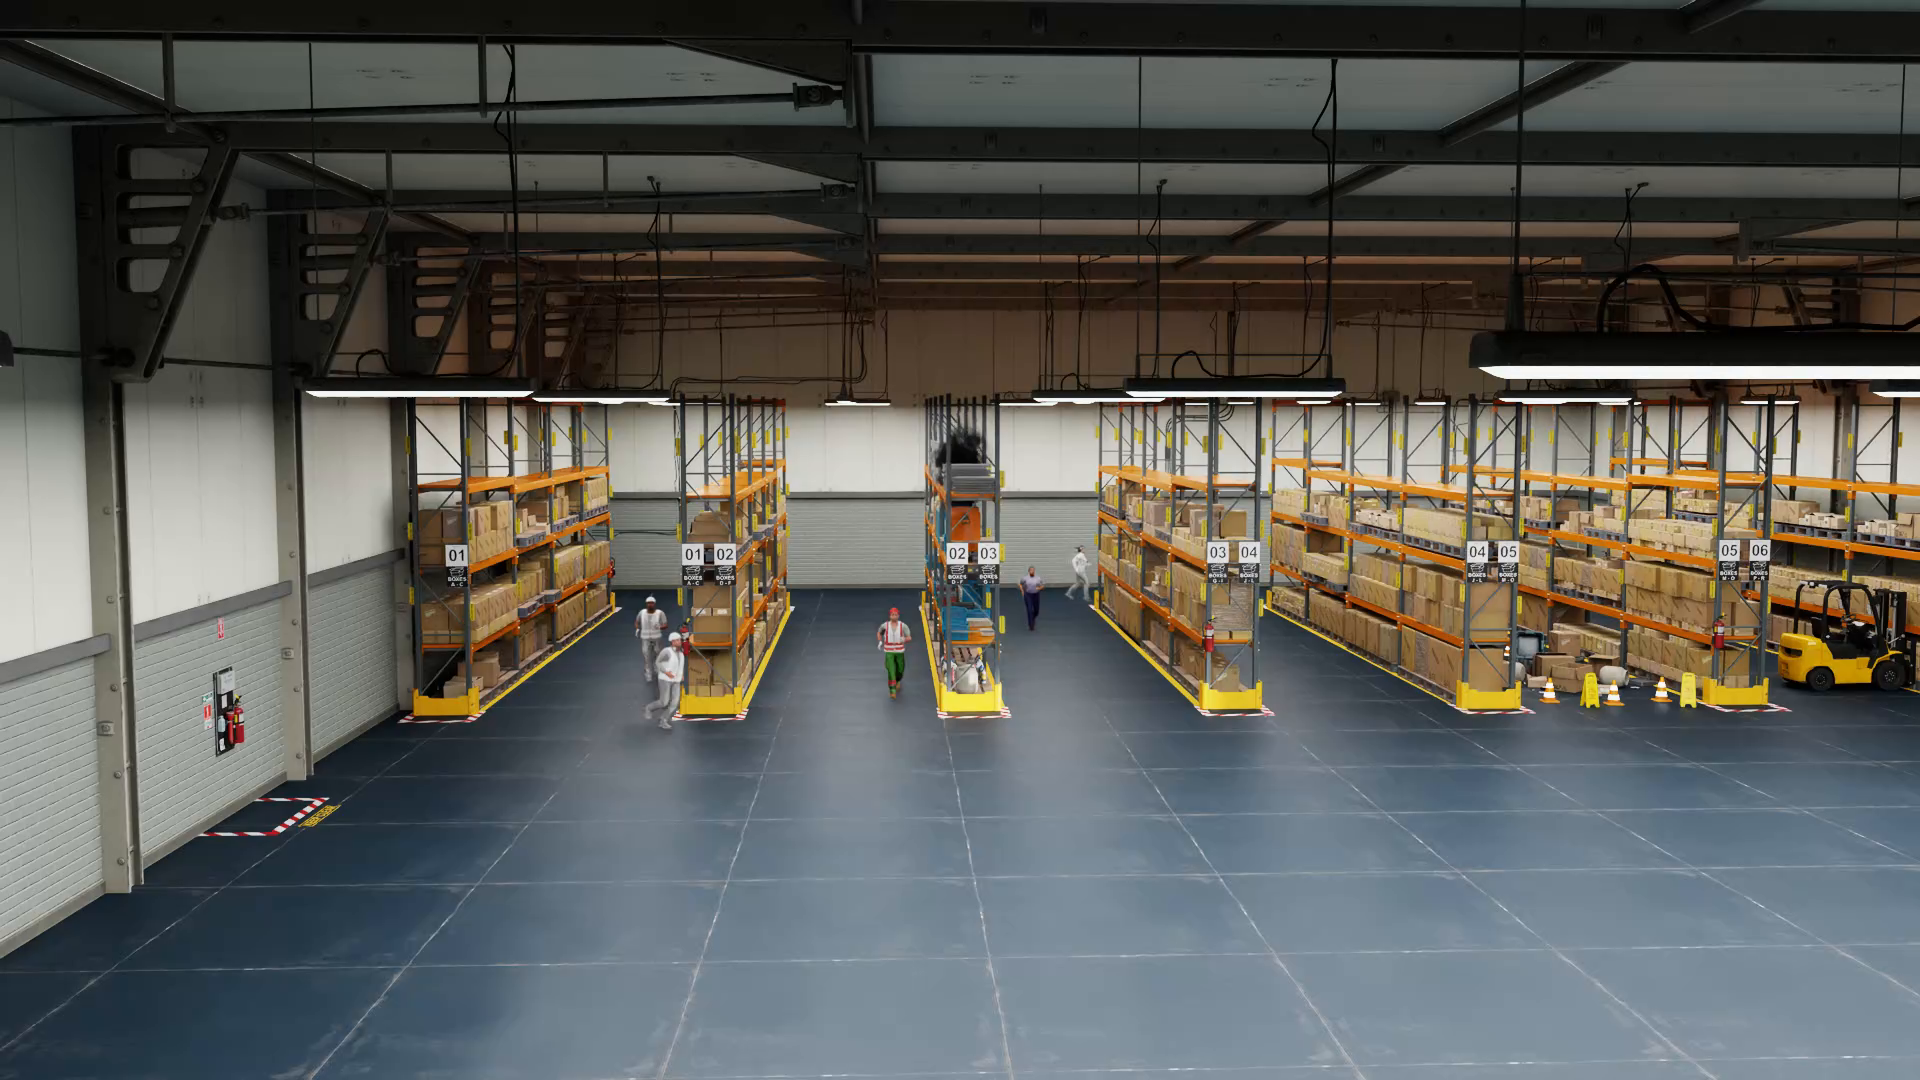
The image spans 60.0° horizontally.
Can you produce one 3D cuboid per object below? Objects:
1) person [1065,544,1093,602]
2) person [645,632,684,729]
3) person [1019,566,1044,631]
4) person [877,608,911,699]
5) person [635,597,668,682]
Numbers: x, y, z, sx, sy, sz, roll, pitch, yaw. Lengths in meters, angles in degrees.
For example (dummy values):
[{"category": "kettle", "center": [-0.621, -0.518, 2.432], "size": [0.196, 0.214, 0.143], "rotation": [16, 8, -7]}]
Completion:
[{"category": "person", "center": [3.554, 0.988, 49.442], "size": [0.843, 1.735, 0.630], "rotation": [1, 5, 9]}, {"category": "person", "center": [-5.270, 2.514, 30.060], "size": [0.690, 1.696, 0.707], "rotation": [4, 6, 40]}, {"category": "person", "center": [1.859, 1.506, 43.048], "size": [0.614, 1.603, 0.923], "rotation": [-1, 5, -11]}, {"category": "person", "center": [-1.301, 2.225, 32.942], "size": [0.667, 1.768, 0.943], "rotation": [0, 5, -6]}, {"category": "person", "center": [-6.498, 2.072, 34.985], "size": [0.696, 1.762, 0.941], "rotation": [0, 5, -6]}]
